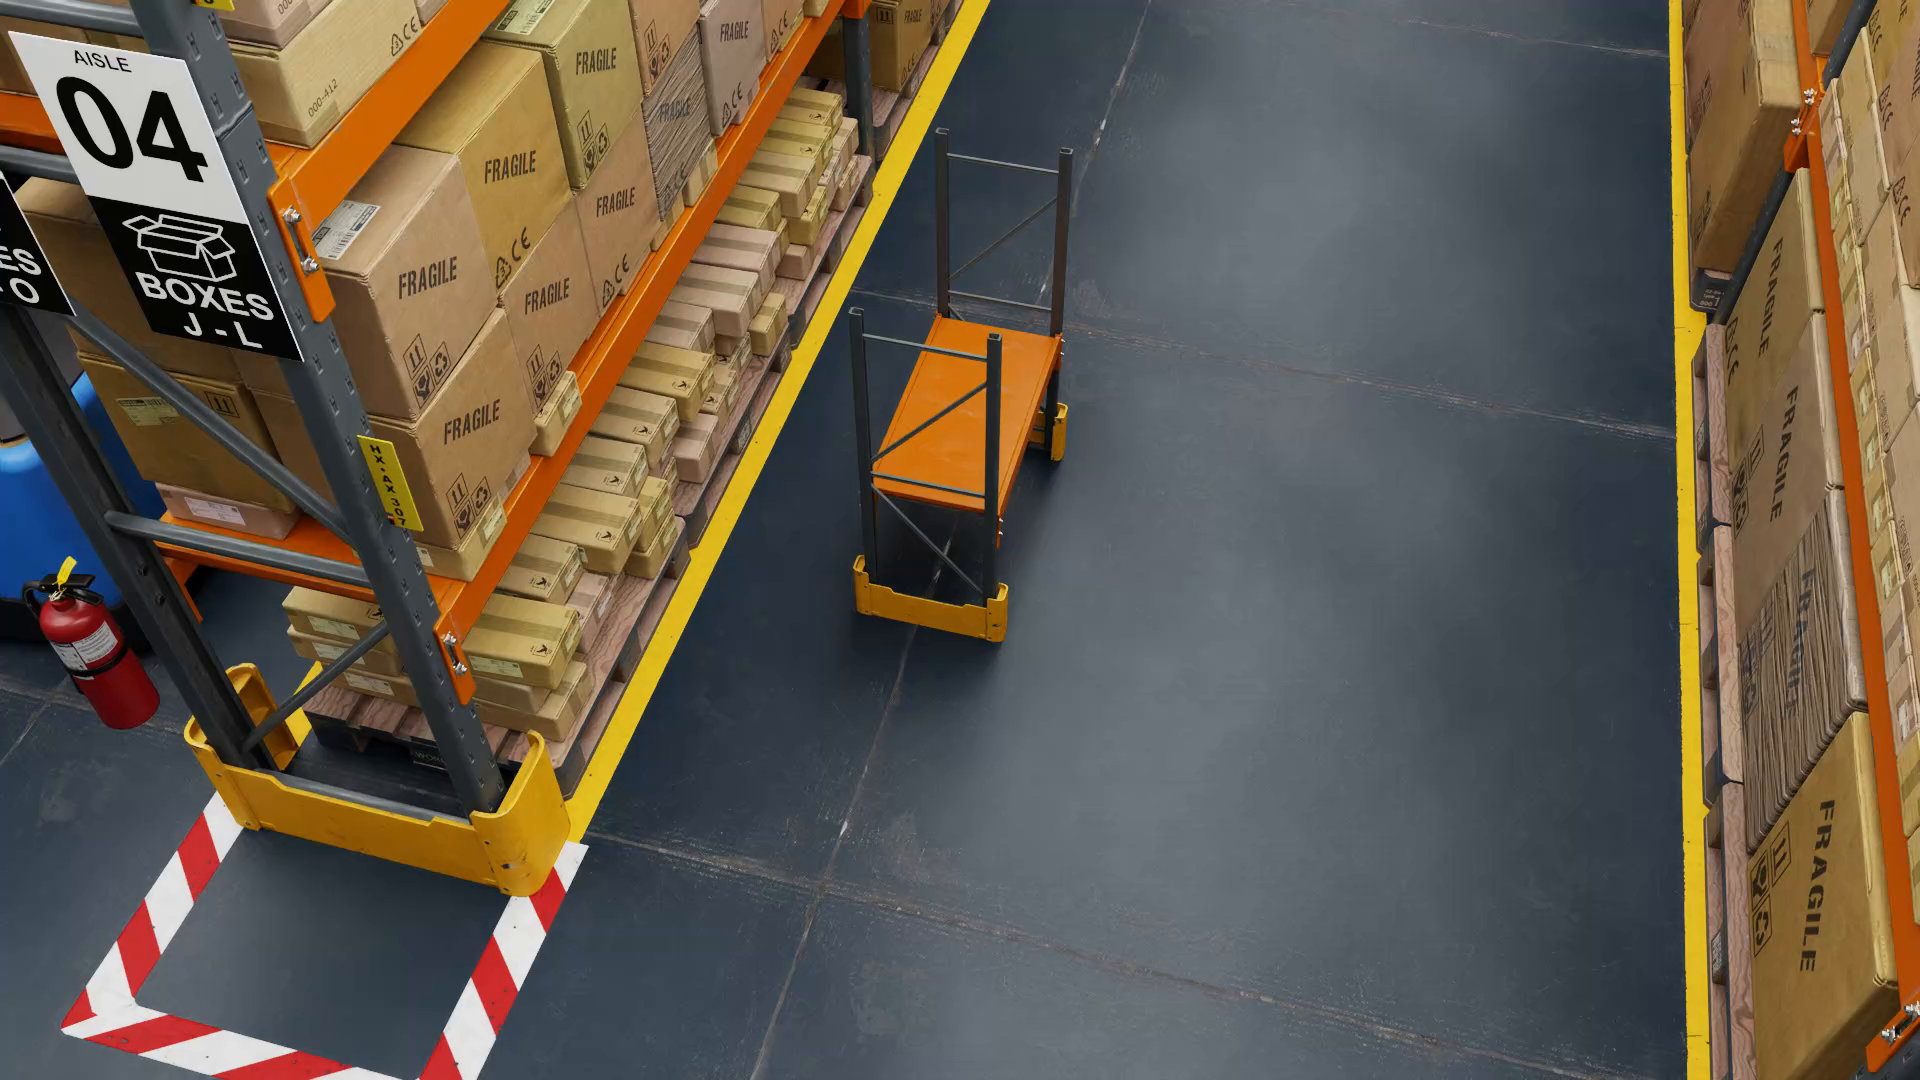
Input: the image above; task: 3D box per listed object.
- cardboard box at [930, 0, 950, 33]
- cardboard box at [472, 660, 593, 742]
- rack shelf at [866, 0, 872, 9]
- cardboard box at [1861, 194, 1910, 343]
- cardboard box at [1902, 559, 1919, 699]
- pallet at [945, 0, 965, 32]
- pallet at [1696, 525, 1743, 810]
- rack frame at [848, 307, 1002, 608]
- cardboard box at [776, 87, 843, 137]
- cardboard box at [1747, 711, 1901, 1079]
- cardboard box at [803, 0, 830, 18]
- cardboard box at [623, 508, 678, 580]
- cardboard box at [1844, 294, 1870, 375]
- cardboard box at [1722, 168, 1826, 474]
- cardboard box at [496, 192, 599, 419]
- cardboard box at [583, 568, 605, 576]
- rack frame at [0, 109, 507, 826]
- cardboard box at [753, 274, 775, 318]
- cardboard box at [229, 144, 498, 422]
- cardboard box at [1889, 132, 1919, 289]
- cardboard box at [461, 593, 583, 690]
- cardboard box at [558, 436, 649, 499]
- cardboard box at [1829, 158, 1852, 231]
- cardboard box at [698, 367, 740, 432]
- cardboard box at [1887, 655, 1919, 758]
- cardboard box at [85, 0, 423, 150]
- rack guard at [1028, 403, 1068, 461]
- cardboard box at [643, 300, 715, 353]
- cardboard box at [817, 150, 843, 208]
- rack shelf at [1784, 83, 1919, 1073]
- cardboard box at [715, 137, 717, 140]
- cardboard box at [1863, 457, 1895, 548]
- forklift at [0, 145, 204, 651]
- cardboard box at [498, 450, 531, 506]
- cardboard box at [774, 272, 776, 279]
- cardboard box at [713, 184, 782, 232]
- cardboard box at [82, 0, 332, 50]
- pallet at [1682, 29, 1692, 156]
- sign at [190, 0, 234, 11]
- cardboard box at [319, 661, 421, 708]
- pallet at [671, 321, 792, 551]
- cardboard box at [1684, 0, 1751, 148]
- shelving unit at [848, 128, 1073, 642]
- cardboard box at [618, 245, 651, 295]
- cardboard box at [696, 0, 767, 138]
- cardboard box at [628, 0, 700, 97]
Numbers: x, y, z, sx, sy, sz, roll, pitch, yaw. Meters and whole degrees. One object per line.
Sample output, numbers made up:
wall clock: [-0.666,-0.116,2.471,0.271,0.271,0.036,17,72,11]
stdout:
cardboard box: [-0.328,-3.031,8.731,0.500,0.500,0.500,14,50,12]
cardboard box: [-1.522,0.527,5.824,0.380,0.149,0.250,12,50,11]
rack shelf: [-0.389,-4.063,8.734,1.077,0.370,4.000,12,50,10]
cardboard box: [3.200,-0.829,5.301,0.500,0.250,0.500,13,50,11]
cardboard box: [2.796,0.272,4.330,0.500,0.250,0.500,11,49,9]
pallet: [-0.393,-3.380,9.512,1.003,0.211,1.213,12,50,10]
pallet: [3.248,0.540,6.052,1.003,0.211,1.213,12,50,10]
rack frame: [-0.111,-0.190,5.836,0.500,1.500,0.032,12,50,10]
cardboard box: [-0.758,-1.938,7.603,0.380,0.149,0.250,13,50,11]
cardboard box: [2.881,1.176,4.767,0.875,0.875,0.875,12,50,10]
cardboard box: [-0.728,-2.311,6.875,0.380,0.149,0.250,10,49,9]
cardboard box: [-1.300,-0.022,6.309,0.380,0.149,0.250,12,50,10]
cardboard box: [3.104,-0.633,5.395,0.380,0.149,0.250,12,50,10]
cardboard box: [3.592,-0.777,6.491,0.875,0.875,0.875,12,50,10]
cardboard box: [-1.467,-0.755,5.069,0.500,0.500,0.500,12,50,10]
cardboard box: [-1.477,0.035,6.060,0.380,0.149,0.250,12,50,11]
rack frame: [-1.968,0.039,4.634,1.000,3.000,0.127,12,50,10]
cardboard box: [-1.013,-1.112,7.073,0.380,0.149,0.250,13,50,11]
cardboard box: [-1.594,-0.696,4.350,0.500,0.500,0.500,11,50,10]
cardboard box: [3.201,-1.072,5.015,0.500,0.500,0.500,10,49,9]
cardboard box: [-1.503,0.334,5.598,0.380,0.149,0.250,10,49,8]
cardboard box: [-1.371,-0.241,6.106,0.380,0.149,0.250,9,49,8]
cardboard box: [3.306,-1.190,5.886,0.380,0.149,0.250,13,50,11]
cardboard box: [-1.127,-0.594,6.814,0.380,0.149,0.250,12,50,10]
cardboard box: [2.701,0.481,4.412,0.380,0.149,0.250,12,50,10]
cardboard box: [-1.604,-1.178,3.808,0.500,0.250,0.500,13,50,11]
rack guard: [0.151,-0.498,6.942,0.587,0.250,0.087,12,50,10]
cardboard box: [-1.201,-0.822,6.618,0.380,0.149,0.250,12,50,10]
cardboard box: [-0.751,-1.660,7.556,0.380,0.149,0.250,9,49,8]
rack shelf: [3.317,-0.118,5.252,1.077,0.370,4.000,12,50,10]
cardboard box: [-1.108,-1.572,6.223,0.380,0.149,0.250,11,49,9]
cardboard box: [2.901,-0.075,4.902,0.380,0.149,0.250,12,50,10]
forklift: [-3.302,-1.673,6.190,1.130,2.935,3.031,7,49,6]
cardboard box: [-1.540,-0.240,5.048,0.380,0.149,0.250,13,50,11]
cardboard box: [-1.033,-1.157,7.311,0.380,0.149,0.250,10,49,9]
cardboard box: [-0.989,-1.392,7.121,0.380,0.149,0.250,13,50,11]
cardboard box: [-1.599,-1.343,3.619,0.500,0.250,0.500,12,50,11]
pallet: [4.293,-2.338,8.592,1.003,0.211,1.213,12,50,10]
sign: [-1.445,-1.136,3.087,0.100,0.325,0.005,12,50,10]
cardboard box: [-2.031,0.421,5.918,0.380,0.149,0.250,12,50,11]
pallet: [-1.377,-0.554,7.017,1.003,0.211,1.213,12,50,10]
cardboard box: [4.227,-2.352,7.881,1.225,0.875,0.875,10,49,9]
shelving unit: [0.020,-0.551,6.155,0.587,1.500,1.083,12,50,10]
cardboard box: [-1.294,-1.003,5.721,0.380,0.149,0.250,11,49,9]
cardboard box: [-1.040,-1.845,6.032,0.500,0.500,0.500,11,50,10]
cardboard box: [-1.178,-1.803,5.328,0.500,0.500,0.500,10,49,9]
